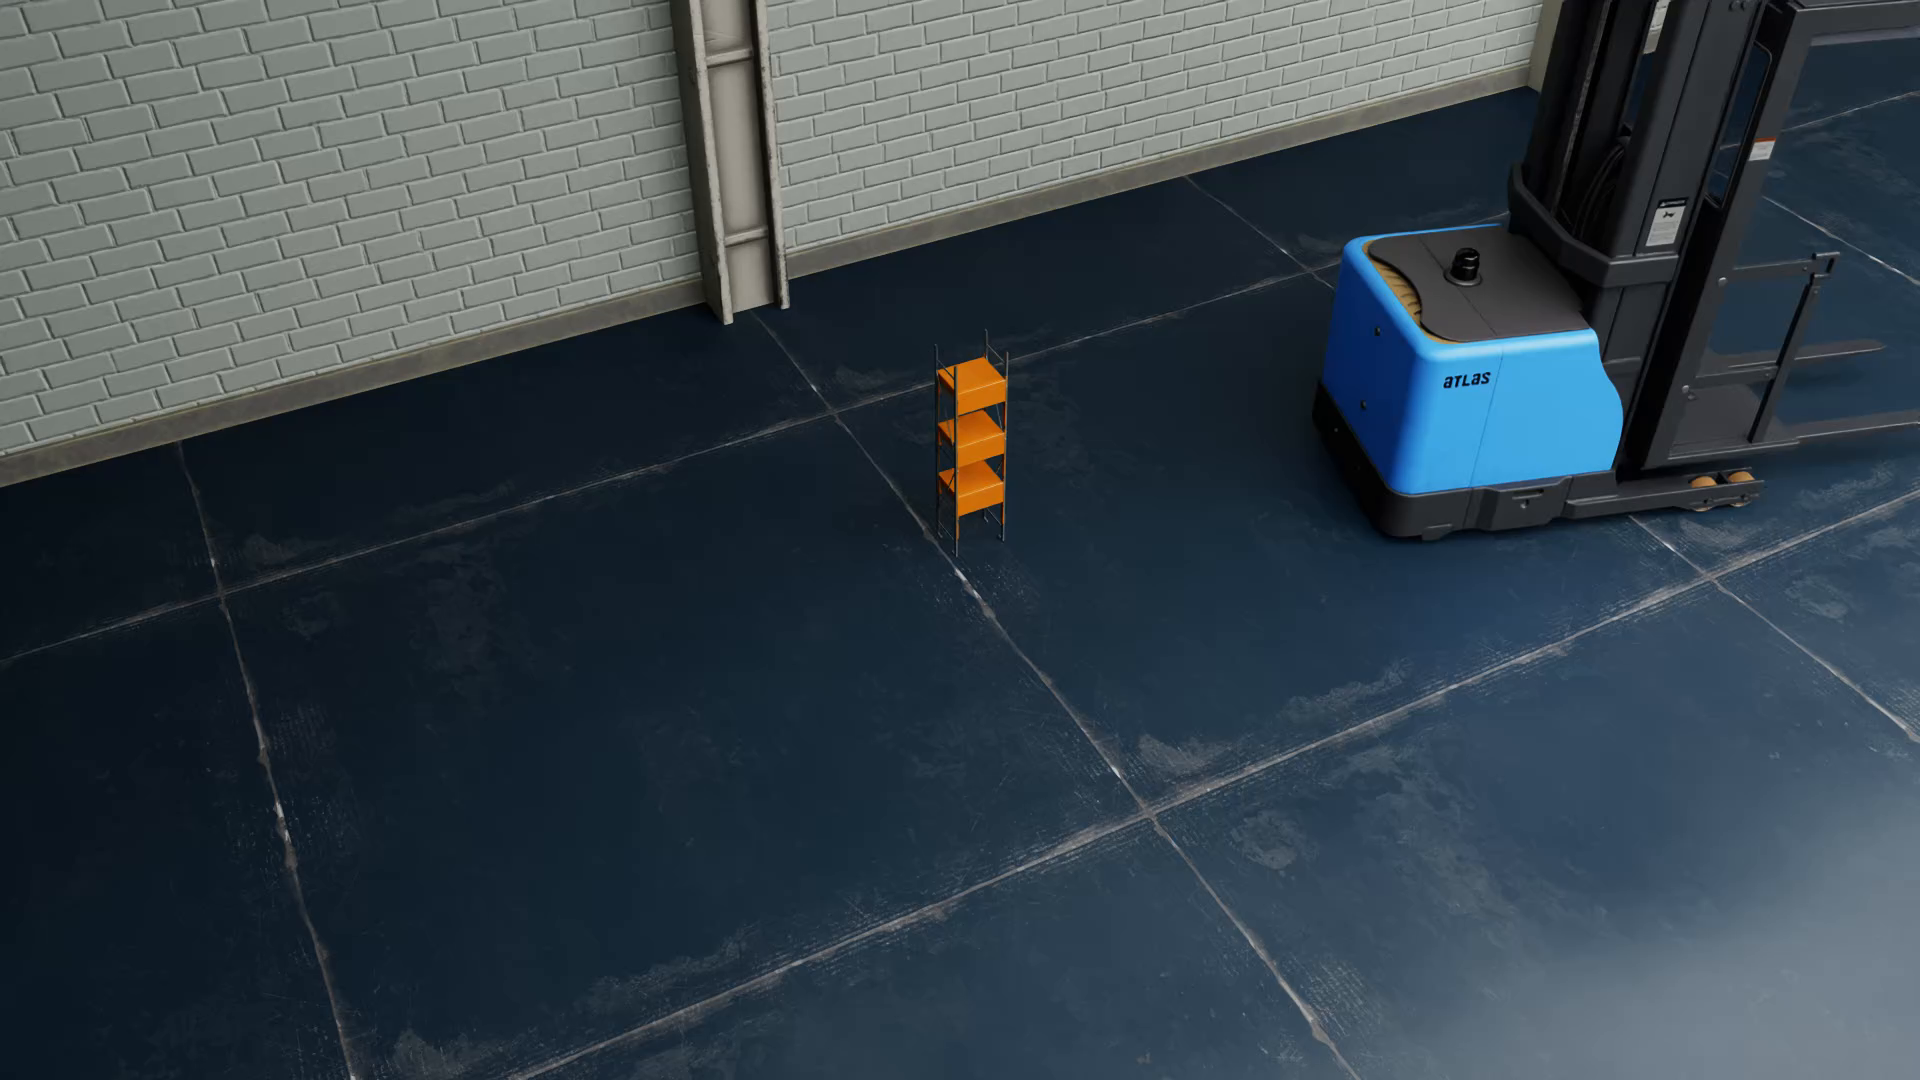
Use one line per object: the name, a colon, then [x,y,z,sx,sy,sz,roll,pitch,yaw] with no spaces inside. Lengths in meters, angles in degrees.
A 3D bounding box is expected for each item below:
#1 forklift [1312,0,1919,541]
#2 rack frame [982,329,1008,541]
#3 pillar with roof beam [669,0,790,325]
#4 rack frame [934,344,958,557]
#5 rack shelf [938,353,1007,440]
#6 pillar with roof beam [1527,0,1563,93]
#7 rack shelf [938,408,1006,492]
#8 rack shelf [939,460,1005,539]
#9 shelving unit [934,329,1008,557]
forklift: [3.337,-1.583,7.341,3.031,2.935,1.130,-7,41,-8]
rack frame: [0.156,-0.453,7.462,0.008,1.050,0.200,-19,44,-21]
pillar with roof beam: [0.796,-2.296,3.486,0.400,9.000,9.100,-19,44,-21]
rack frame: [-0.061,-0.380,7.376,0.008,1.050,0.200,-19,44,-21]
rack shelf: [0.047,-0.625,7.242,0.240,0.259,0.215,-19,44,-21]
pillar with roof beam: [6.118,-4.087,5.602,0.400,9.000,9.100,-19,44,-21]
rack shelf: [0.047,-0.409,7.425,0.240,0.259,0.215,-19,44,-21]
rack shelf: [0.047,-0.196,7.605,0.240,0.259,0.215,-19,44,-21]
shelving unit: [0.047,-0.417,7.419,0.252,1.050,0.215,-19,44,-21]
